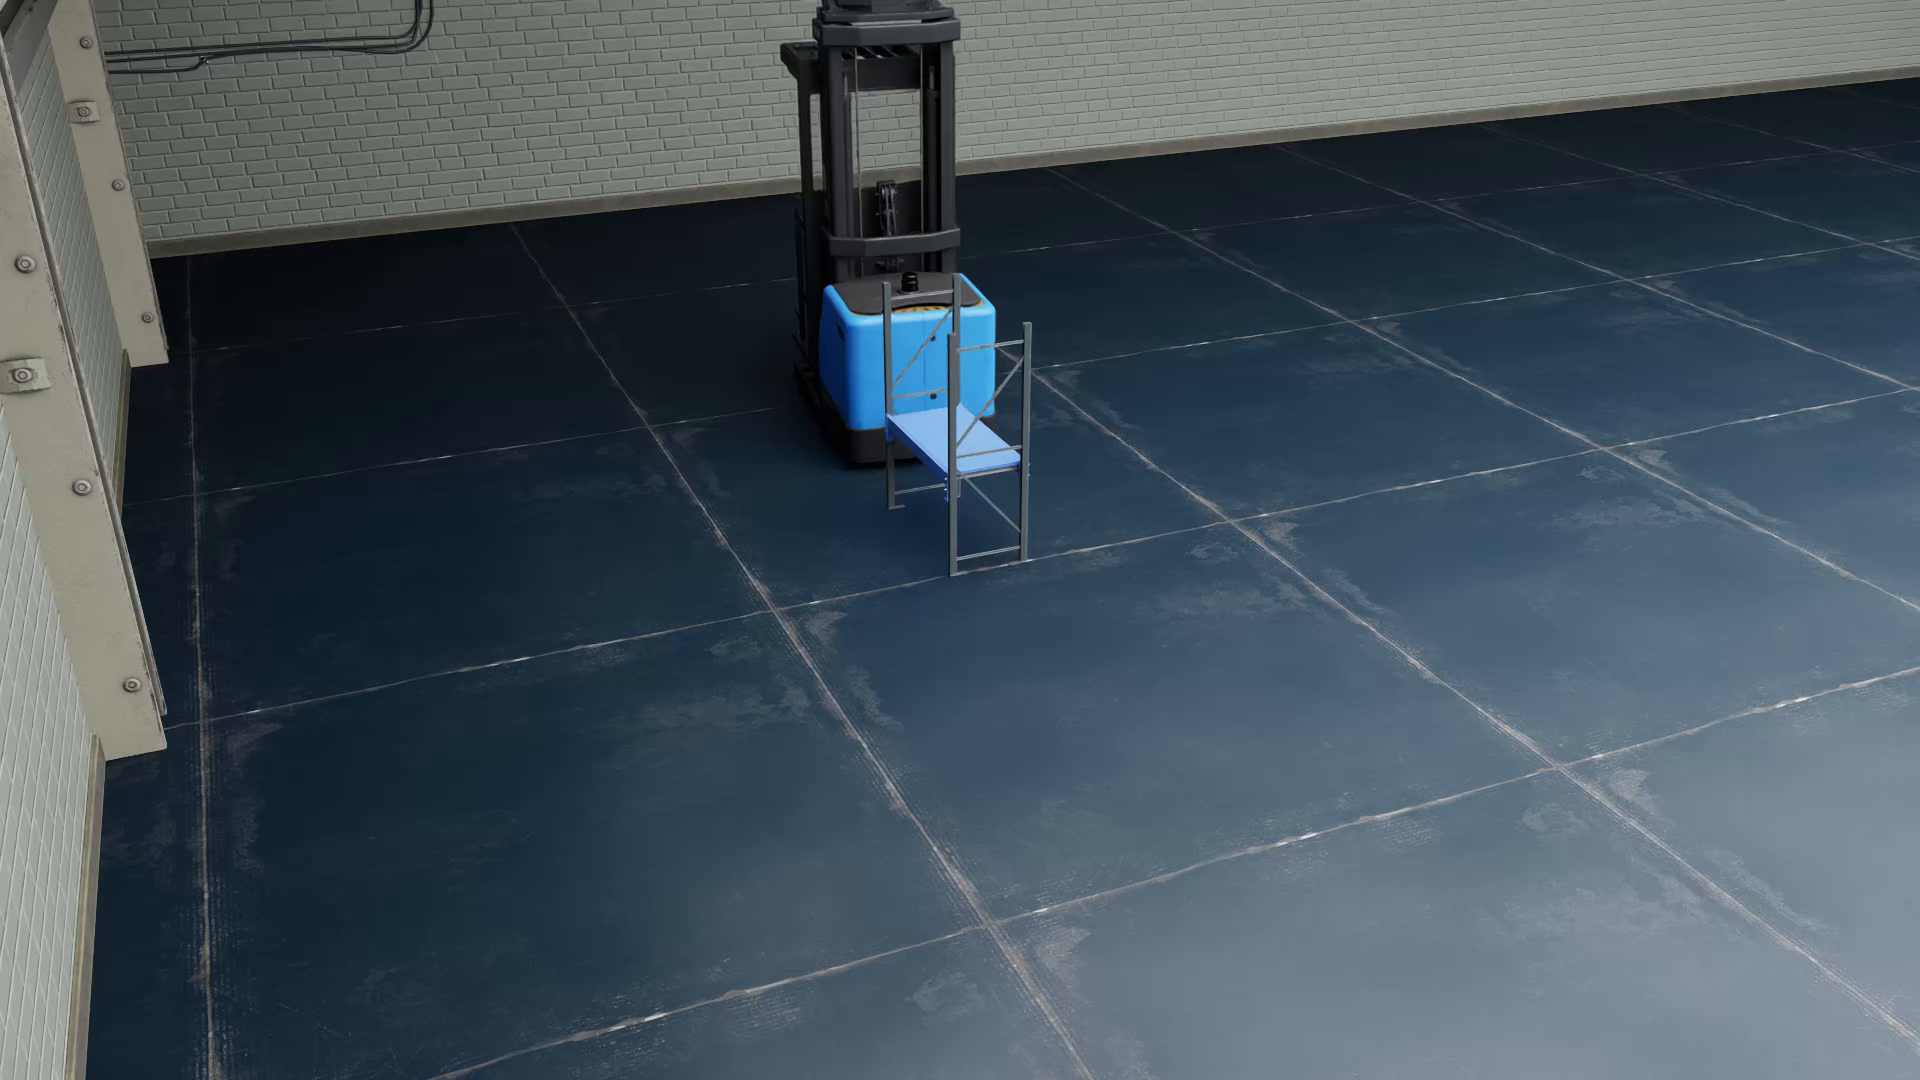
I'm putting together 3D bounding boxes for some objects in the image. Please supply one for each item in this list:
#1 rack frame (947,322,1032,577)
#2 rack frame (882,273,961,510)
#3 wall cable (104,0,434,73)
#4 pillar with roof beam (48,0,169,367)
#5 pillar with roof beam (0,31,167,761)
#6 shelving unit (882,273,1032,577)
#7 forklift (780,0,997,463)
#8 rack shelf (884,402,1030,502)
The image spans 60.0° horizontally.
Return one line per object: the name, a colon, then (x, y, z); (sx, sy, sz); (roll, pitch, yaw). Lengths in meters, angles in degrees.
rack frame: (0.166, -0.503, 9.571); (0.500, 1.500, 0.032); (-11, 28, -21)
rack frame: (-0.232, -0.914, 10.412); (0.500, 1.500, 0.032); (-11, 28, -21)
wall cable: (-6.398, -5.518, 14.833); (3.097, 2.526, 0.112); (-11, 28, -21)
pillar with roof beam: (-2.500, -6.236, 12.766); (9.100, 9.000, 0.400); (-11, 28, -21)
pillar with roof beam: (-0.150, -3.814, 7.805); (9.100, 9.000, 0.400); (-11, 28, -21)
shelving unit: (-0.033, -0.708, 9.991); (0.538, 1.500, 1.048); (-11, 28, -21)
forklift: (-0.634, -2.456, 11.940); (1.130, 2.935, 3.031); (-7, 27, -14)
rack shelf: (-0.033, -0.547, 10.070); (0.538, 0.185, 1.000); (-11, 28, -21)
